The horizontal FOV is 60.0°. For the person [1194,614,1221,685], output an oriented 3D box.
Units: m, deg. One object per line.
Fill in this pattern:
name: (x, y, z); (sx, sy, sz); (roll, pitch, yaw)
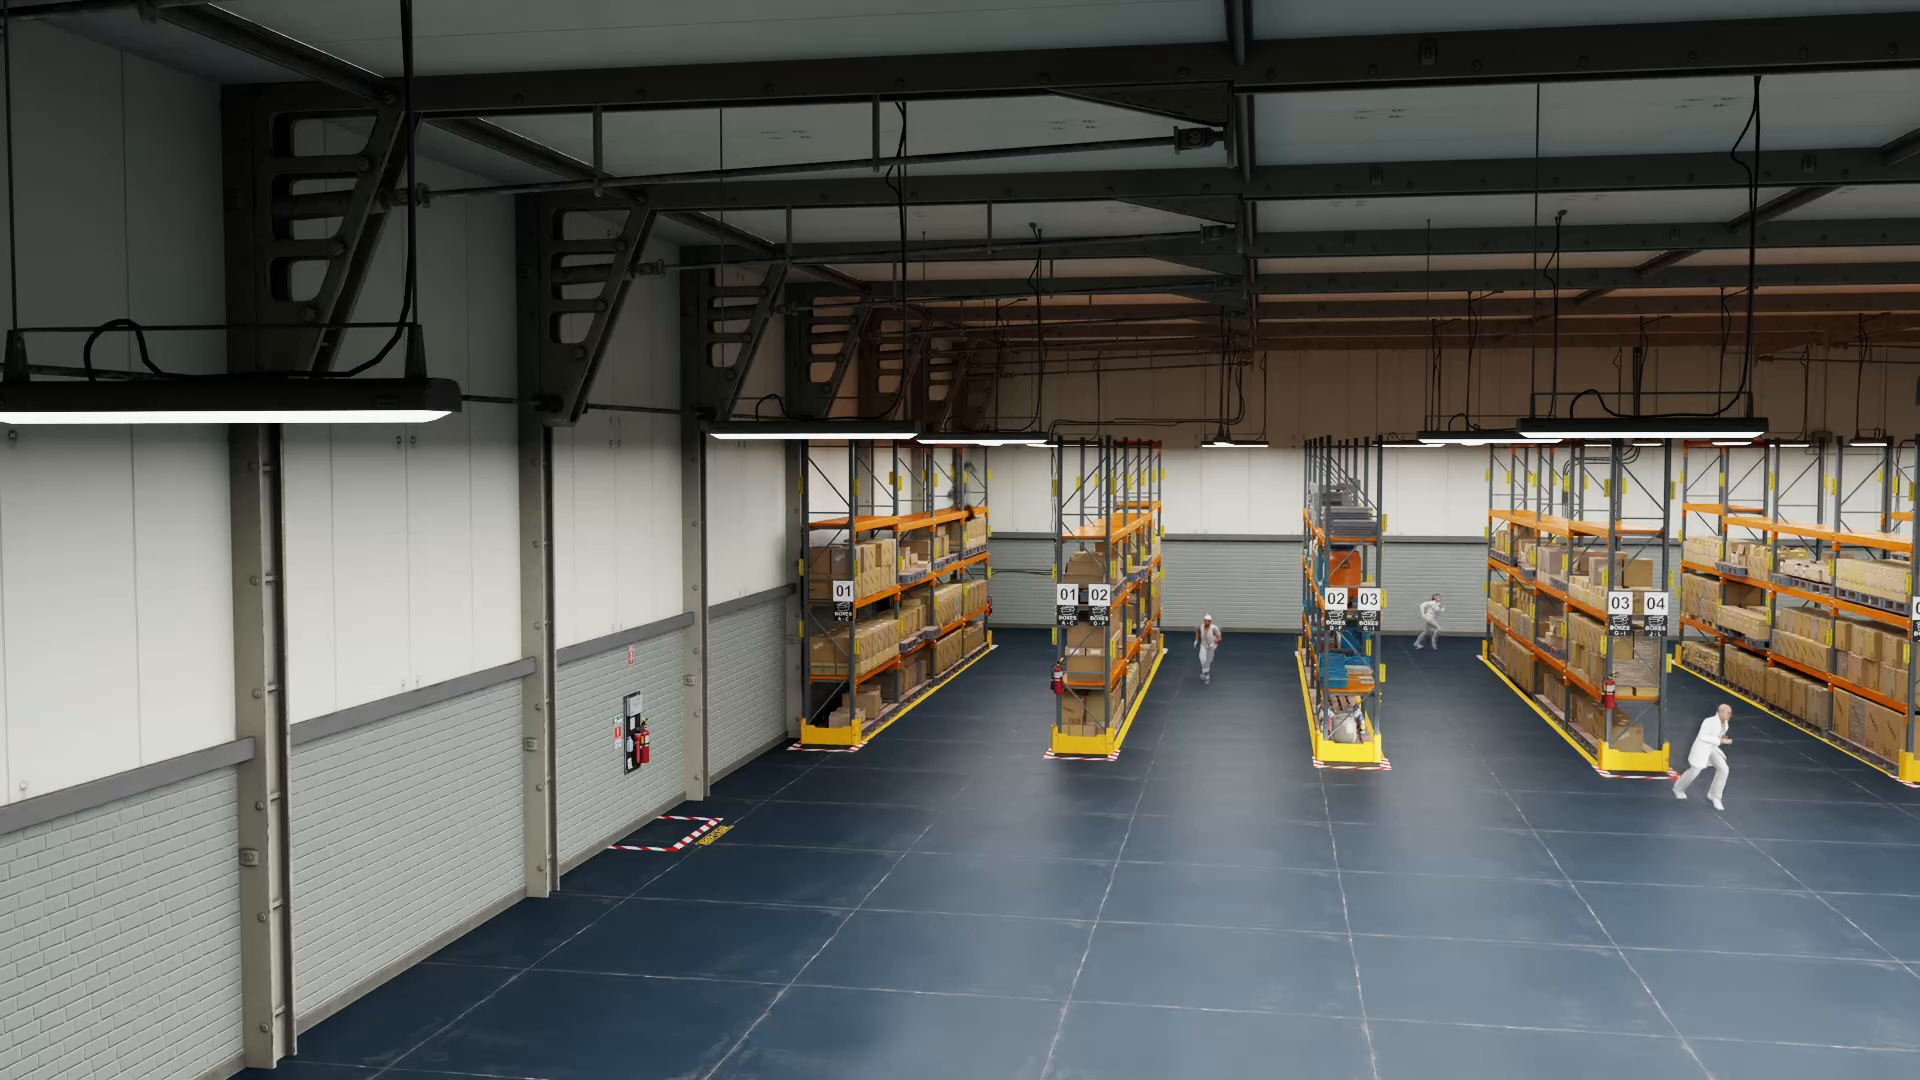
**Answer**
person: (6.104, 2.671, 40.919); (0.687, 1.741, 0.869); (1, 3, 15)

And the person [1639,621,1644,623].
person: (17.038, 2.627, 41.100); (0.646, 1.765, 0.955); (0, 3, 0)

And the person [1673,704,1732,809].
person: (11.999, 3.463, 26.812); (0.753, 1.735, 1.072); (-2, 4, -31)

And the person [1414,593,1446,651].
person: (13.463, 2.324, 47.637); (0.866, 1.657, 0.603); (2, 4, 32)
